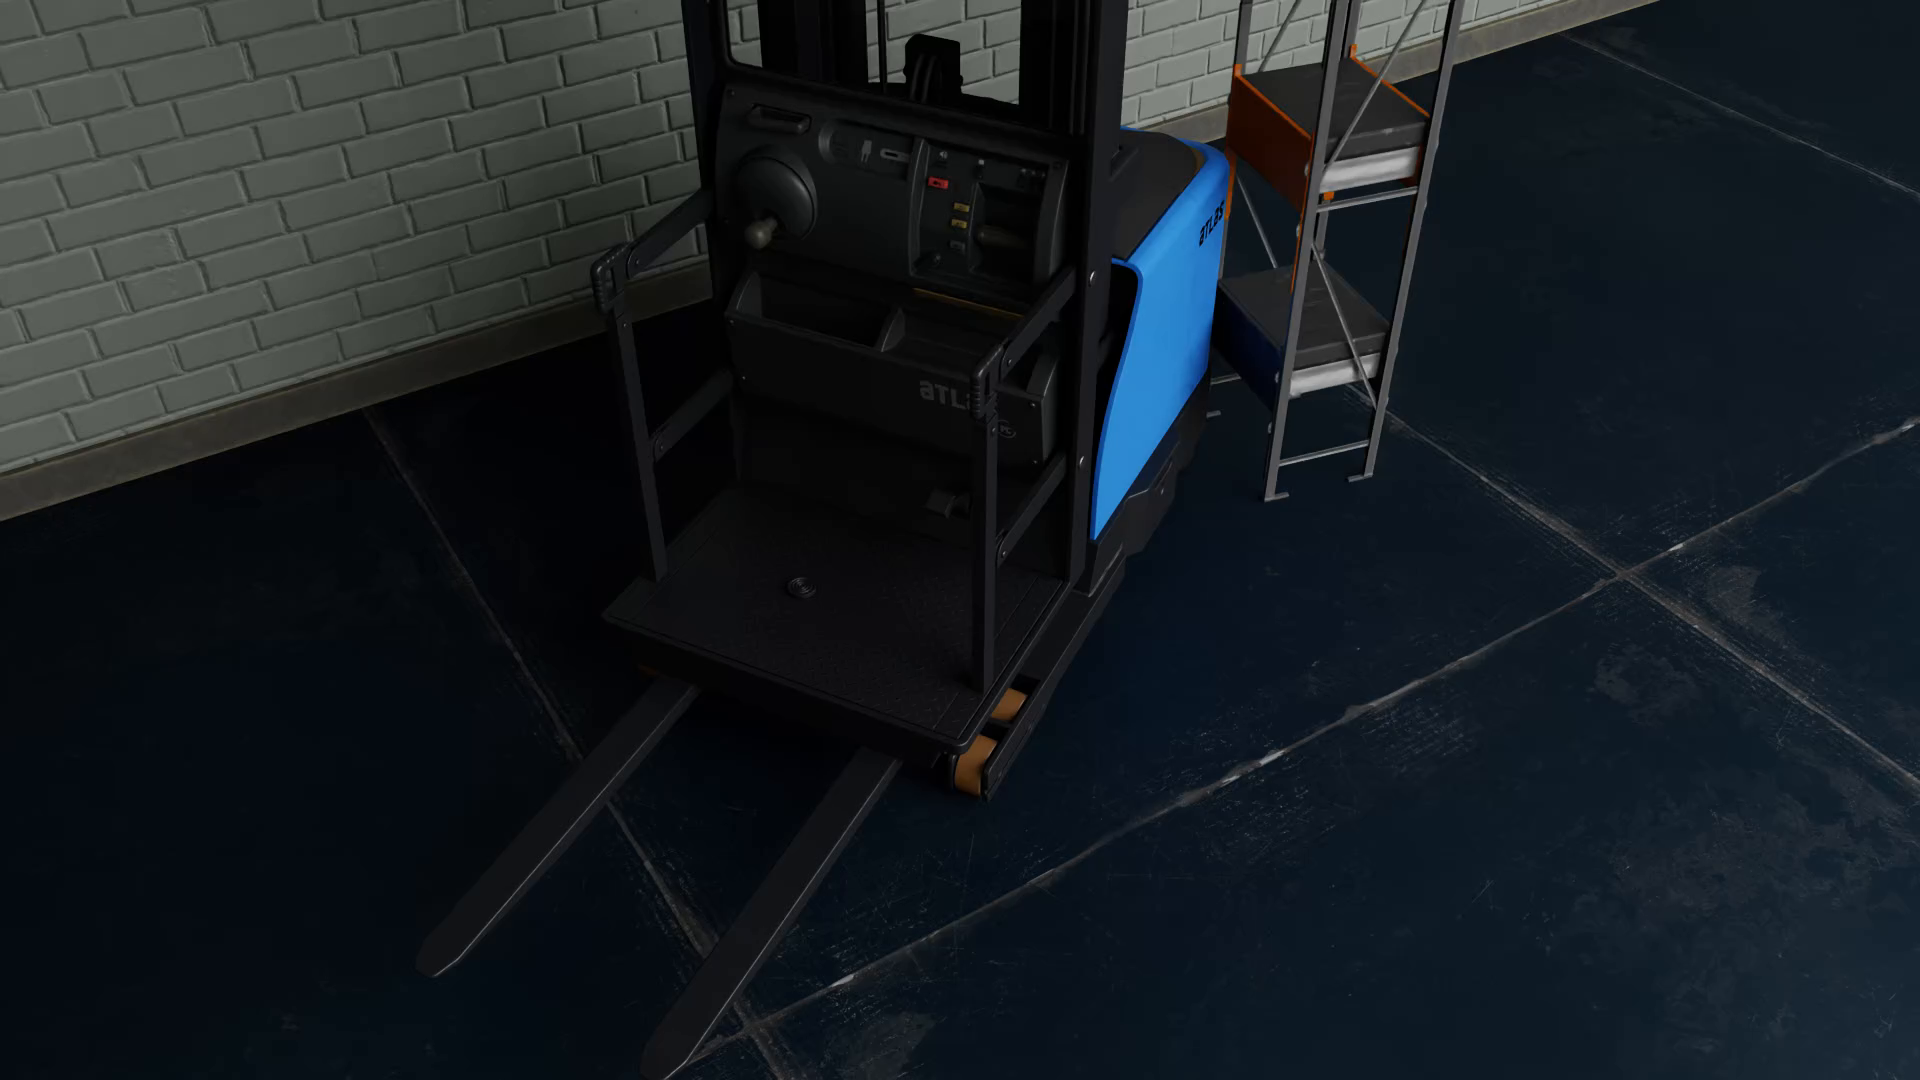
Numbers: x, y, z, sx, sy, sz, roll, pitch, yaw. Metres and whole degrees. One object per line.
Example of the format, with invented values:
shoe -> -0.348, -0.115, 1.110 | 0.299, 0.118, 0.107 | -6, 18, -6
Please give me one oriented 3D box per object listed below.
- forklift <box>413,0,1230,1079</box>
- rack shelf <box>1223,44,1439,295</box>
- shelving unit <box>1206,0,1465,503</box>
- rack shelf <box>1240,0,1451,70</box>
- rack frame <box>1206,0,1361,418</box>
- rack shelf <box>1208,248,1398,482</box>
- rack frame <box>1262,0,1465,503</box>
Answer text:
forklift -> -0.272, -0.768, 3.881 | 1.130, 2.935, 3.031 | 17, 43, 20
rack shelf -> 1.085, -1.111, 4.963 | 0.431, 0.518, 0.480 | -13, 42, -15
shelving unit -> 1.085, -1.121, 4.954 | 0.431, 2.100, 0.503 | -13, 42, -15
rack shelf -> 1.082, -1.648, 4.514 | 0.431, 0.518, 0.480 | -13, 42, -15
rack frame -> 1.002, -1.268, 5.130 | 0.400, 2.100, 0.015 | -13, 42, -15
rack shelf -> 1.088, -0.574, 5.412 | 0.431, 0.518, 0.480 | -13, 42, -15
rack frame -> 1.168, -0.975, 4.778 | 0.400, 2.100, 0.015 | -13, 42, -15
